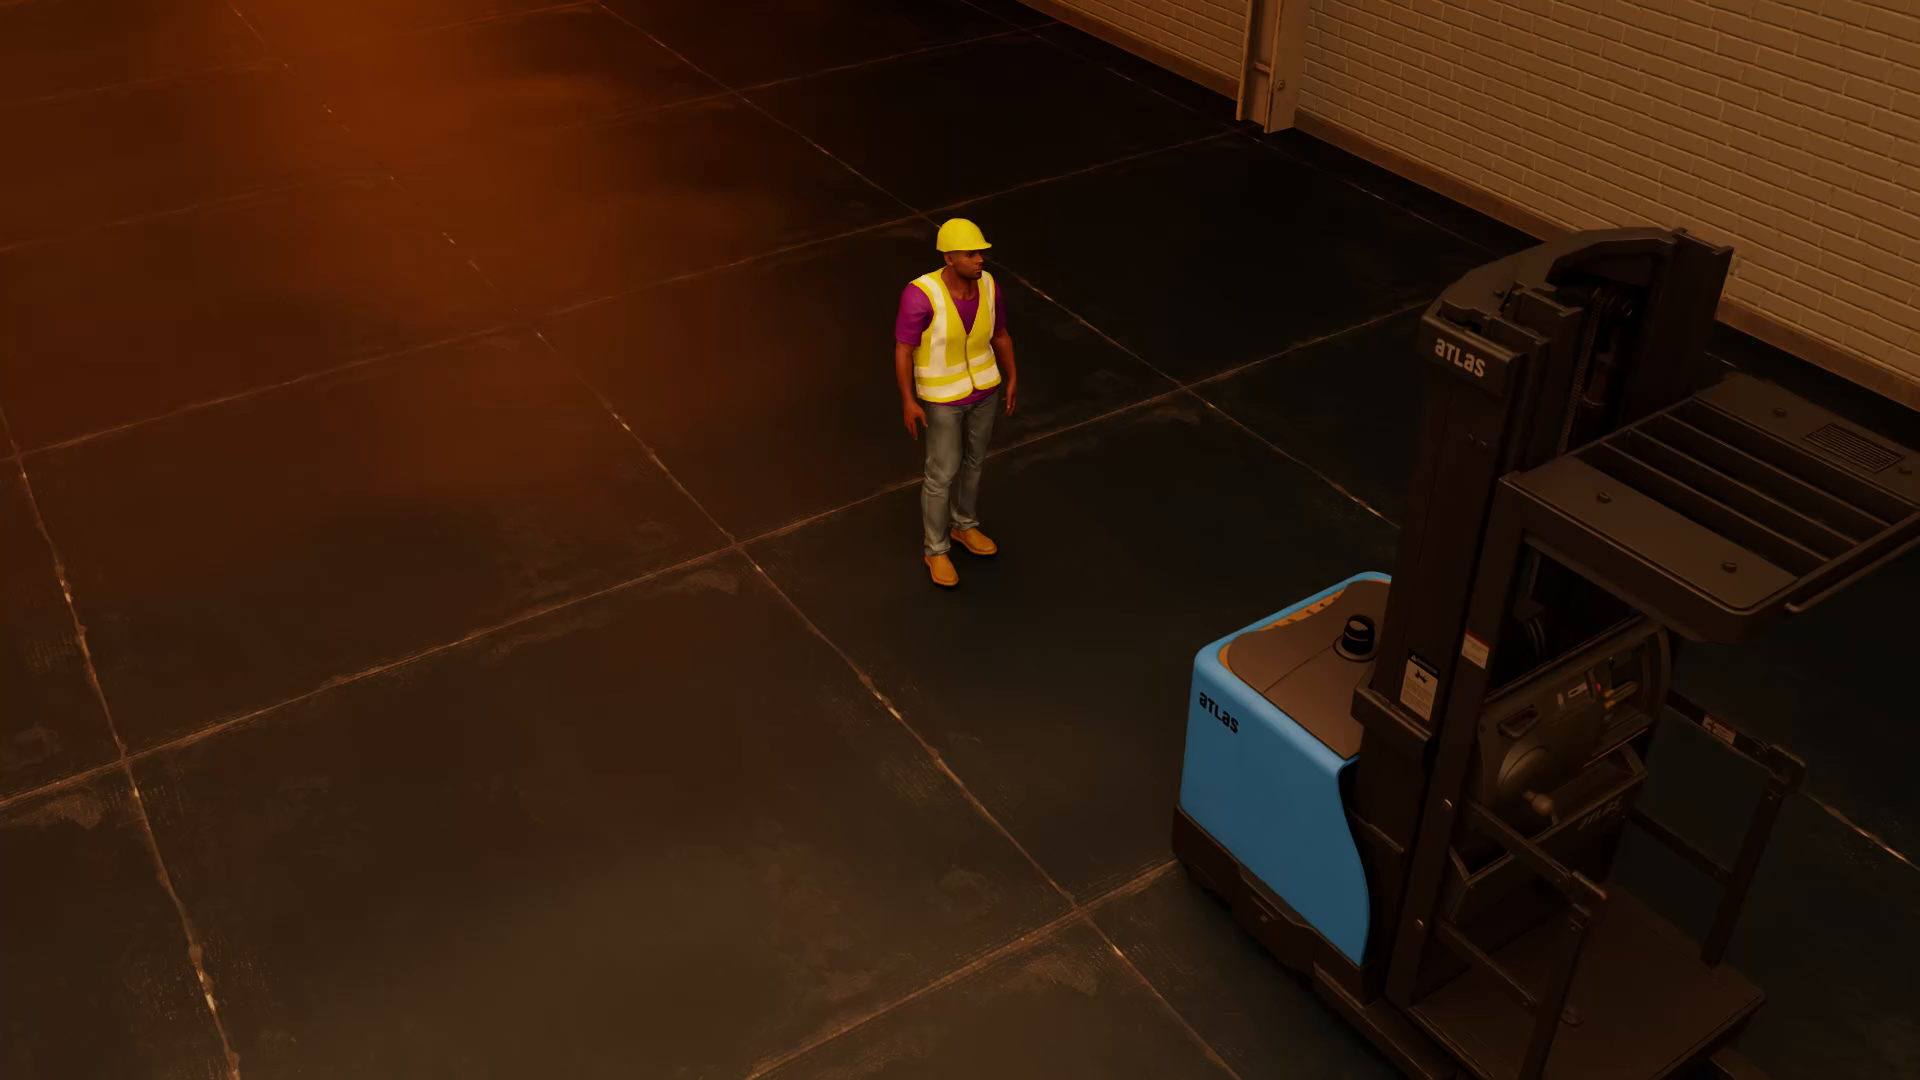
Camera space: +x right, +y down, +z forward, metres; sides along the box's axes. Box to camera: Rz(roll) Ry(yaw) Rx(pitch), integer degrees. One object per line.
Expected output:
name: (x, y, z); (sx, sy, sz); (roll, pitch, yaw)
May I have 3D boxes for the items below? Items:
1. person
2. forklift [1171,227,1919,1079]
person: (0.032, -0.693, 8.135); (0.665, 1.765, 0.577); (-21, 40, -27)
forklift: (2.112, 0.637, 5.241); (1.130, 2.935, 3.031); (-22, 40, -28)
